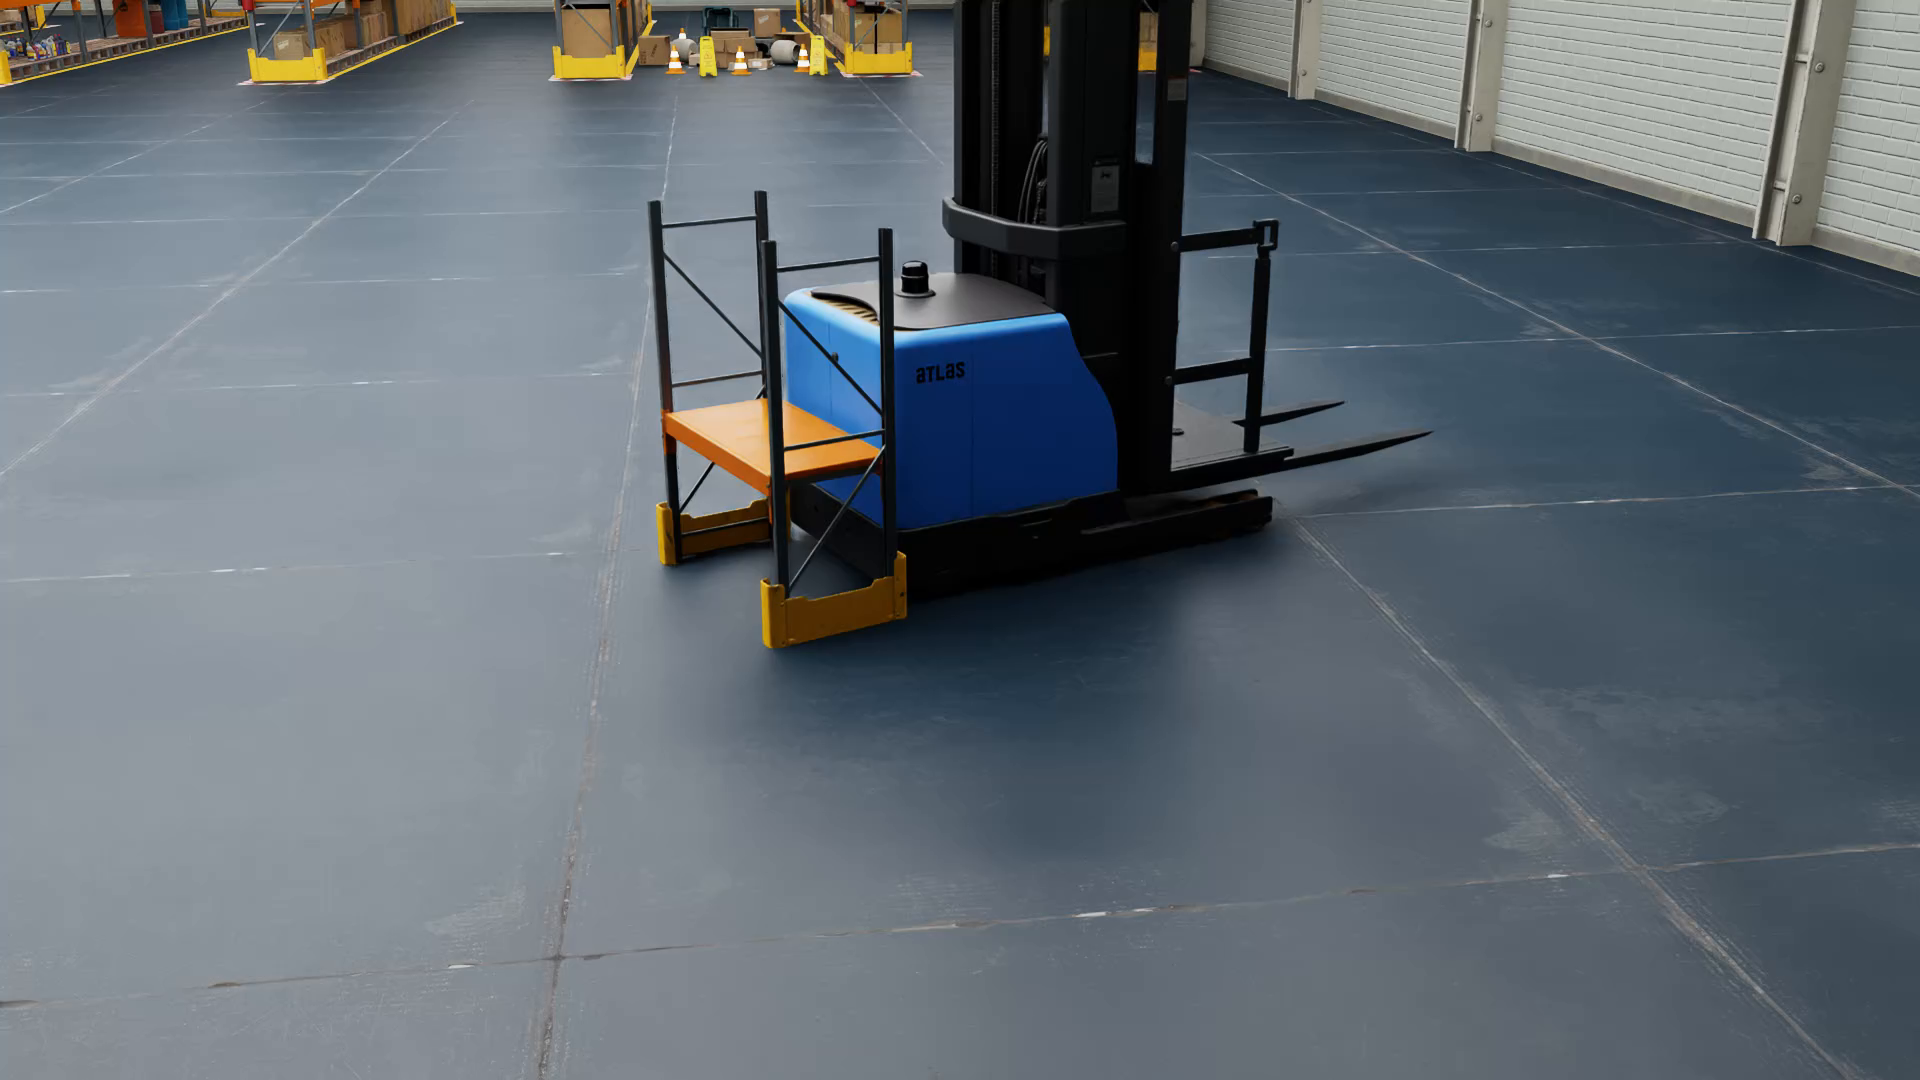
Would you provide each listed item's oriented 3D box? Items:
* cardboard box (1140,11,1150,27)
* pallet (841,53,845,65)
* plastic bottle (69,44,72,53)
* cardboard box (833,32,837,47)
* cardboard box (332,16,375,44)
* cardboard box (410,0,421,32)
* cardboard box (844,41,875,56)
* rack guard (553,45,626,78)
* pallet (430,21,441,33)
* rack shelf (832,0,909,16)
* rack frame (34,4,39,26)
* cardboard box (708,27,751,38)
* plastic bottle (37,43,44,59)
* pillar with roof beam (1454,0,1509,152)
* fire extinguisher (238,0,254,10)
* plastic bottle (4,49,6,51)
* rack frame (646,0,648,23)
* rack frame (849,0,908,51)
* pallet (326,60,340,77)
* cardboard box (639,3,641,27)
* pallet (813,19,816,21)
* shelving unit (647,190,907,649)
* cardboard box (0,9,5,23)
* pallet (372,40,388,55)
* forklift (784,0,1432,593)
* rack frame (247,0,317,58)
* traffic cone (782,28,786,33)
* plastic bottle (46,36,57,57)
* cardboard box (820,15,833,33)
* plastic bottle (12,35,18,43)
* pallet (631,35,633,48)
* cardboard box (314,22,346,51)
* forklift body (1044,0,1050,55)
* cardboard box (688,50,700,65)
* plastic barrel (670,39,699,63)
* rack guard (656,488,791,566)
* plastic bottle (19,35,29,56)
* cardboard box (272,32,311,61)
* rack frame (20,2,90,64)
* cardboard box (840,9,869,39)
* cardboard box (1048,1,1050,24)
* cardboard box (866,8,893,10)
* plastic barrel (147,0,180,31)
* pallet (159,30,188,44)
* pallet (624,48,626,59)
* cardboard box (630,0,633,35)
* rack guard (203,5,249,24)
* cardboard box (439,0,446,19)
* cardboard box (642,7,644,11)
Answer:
[{"bbox_3d":[3.119,-9.373,29.925,0.500,0.250,0.500,-2,21,-6],"label":"cardboard box"},{"bbox_3d":[-1.683,-9.025,31.079,1.003,0.211,1.213,-3,21,-8],"label":"pallet"},{"bbox_3d":[-16.341,-9.021,30.454,0.097,0.201,0.097,0,20,0],"label":"plastic bottle"},{"bbox_3d":[-2.176,-9.676,32.167,0.500,0.250,0.500,-4,21,-10],"label":"cardboard box"},{"bbox_3d":[-11.999,-10.094,32.900,0.700,0.500,0.500,-5,21,-12],"label":"cardboard box"},{"bbox_3d":[-12.577,-11.621,36.480,1.225,0.875,0.875,-3,21,-8],"label":"cardboard box"},{"bbox_3d":[-1.804,-8.784,29.777,0.500,0.250,0.500,-3,21,-8],"label":"cardboard box"},{"bbox_3d":[-6.298,-8.137,28.287,1.175,0.500,0.348,-3,21,-8],"label":"rack guard"},{"bbox_3d":[-12.986,-12.217,39.623,1.003,0.211,1.213,-3,21,-8],"label":"pallet"},{"bbox_3d":[-1.706,-9.956,30.614,1.077,0.370,4.000,-3,21,-8],"label":"rack shelf"},{"bbox_3d":[-23.334,-14.142,40.794,1.000,3.000,0.127,-3,21,-8],"label":"rack frame"},{"bbox_3d":[-4.319,-9.299,31.199,0.797,0.637,0.503,-3,21,-8],"label":"cardboard box"},{"bbox_3d":[-16.142,-8.576,29.161,0.097,0.271,0.097,0,20,0],"label":"plastic bottle"},{"bbox_3d":[1.755,-8.577,17.320,9.100,9.000,0.400,-3,21,-8],"label":"pillar with roof beam"},{"bbox_3d":[-11.663,-9.002,27.141,0.296,0.674,0.183,-3,21,-8],"label":"fire extinguisher"},{"bbox_3d":[-16.732,-8.510,29.083,0.097,0.201,0.097,0,20,0],"label":"plastic bottle"},{"bbox_3d":[-8.608,-14.856,42.704,1.000,3.000,0.127,-3,21,-8],"label":"rack frame"},{"bbox_3d":[-1.417,-9.601,28.634,1.000,3.000,0.127,-3,21,-8],"label":"rack frame"},{"bbox_3d":[-11.317,-8.104,28.612,1.003,0.211,1.213,-3,21,-8],"label":"pallet"},{"bbox_3d":[-7.601,-12.075,38.232,0.500,0.500,0.500,-3,21,-9],"label":"cardboard box"},{"bbox_3d":[-3.179,-12.716,40.962,1.003,0.211,1.213,-3,21,-8],"label":"pallet"},{"bbox_3d":[-0.732,-0.511,6.440,0.587,1.500,1.083,-12,24,-30],"label":"shelving unit"},{"bbox_3d":[-23.033,-12.444,39.187,0.797,0.503,0.637,-3,21,-8],"label":"cardboard box"},{"bbox_3d":[-12.093,-9.872,33.347,1.003,0.211,1.213,-3,21,-8],"label":"pallet"},{"bbox_3d":[0.788,-1.524,7.106,3.031,2.935,1.130,-11,23,-28],"label":"forklift"},{"bbox_3d":[-11.224,-9.101,27.296,1.000,3.000,0.127,-3,21,-8],"label":"rack frame"},{"bbox_3d":[-3.558,-10.156,33.747,0.336,0.463,0.334,-3,21,-8],"label":"traffic cone"},{"bbox_3d":[-16.249,-8.815,29.686,0.144,0.351,0.185,-3,21,-8],"label":"plastic bottle"},{"bbox_3d":[-2.499,-11.140,35.912,0.950,0.372,0.625,-4,21,-11],"label":"cardboard box"},{"bbox_3d":[-16.996,-8.901,29.917,0.144,0.351,0.185,-2,21,-6],"label":"plastic bottle"},{"bbox_3d":[-7.415,-10.503,35.035,1.003,0.211,1.213,-3,21,-8],"label":"pallet"},{"bbox_3d":[-11.782,-9.371,30.992,0.500,0.500,0.500,-4,21,-9],"label":"cardboard box"},{"bbox_3d":[1.415,-10.019,30.968,2.313,2.155,1.214,-3,21,-8],"label":"forklift body"},{"bbox_3d":[-4.807,-8.918,30.714,0.396,0.266,0.258,1,20,2],"label":"cardboard box"},{"bbox_3d":[-5.196,-9.179,31.186,0.512,0.421,0.421,12,24,30],"label":"plastic barrel"},{"bbox_3d":[-0.996,-0.073,7.055,0.587,0.250,0.087,-12,24,-30],"label":"rack guard"},{"bbox_3d":[-16.853,-8.908,29.937,0.144,0.351,0.185,-3,21,-8],"label":"plastic bottle"},{"bbox_3d":[-11.297,-8.344,28.241,0.500,0.500,0.500,1,20,2],"label":"cardboard box"},{"bbox_3d":[-16.702,-10.236,30.335,1.000,3.000,0.127,-3,21,-8],"label":"rack frame"},{"bbox_3d":[-1.935,-9.481,30.570,0.500,0.500,0.500,-3,21,-9],"label":"cardboard box"},{"bbox_3d":[2.417,-11.490,36.486,0.875,0.625,0.625,-2,21,-6],"label":"cardboard box"},{"bbox_3d":[-1.493,-9.702,31.162,0.500,0.500,0.500,-2,21,-5],"label":"cardboard box"},{"bbox_3d":[-17.691,-11.785,36.882,0.600,0.901,0.708,-3,21,-8],"label":"plastic barrel"},{"bbox_3d":[-17.606,-11.007,36.385,1.003,0.211,1.213,-3,21,-8],"label":"pallet"},{"bbox_3d":[-6.846,-9.127,31.353,1.003,0.211,1.213,-3,21,-8],"label":"pallet"},{"bbox_3d":[-7.456,-11.013,35.032,1.050,0.750,0.750,-3,21,-8],"label":"cardboard box"},{"bbox_3d":[-18.448,-13.227,41.917,1.175,0.500,0.348,-3,21,-8],"label":"rack guard"},{"bbox_3d":[-13.228,-13.309,41.000,0.875,0.875,0.875,-3,21,-8],"label":"cardboard box"},{"bbox_3d":[-7.989,-13.059,40.943,0.380,0.149,0.250,-3,21,-8],"label":"cardboard box"}]
